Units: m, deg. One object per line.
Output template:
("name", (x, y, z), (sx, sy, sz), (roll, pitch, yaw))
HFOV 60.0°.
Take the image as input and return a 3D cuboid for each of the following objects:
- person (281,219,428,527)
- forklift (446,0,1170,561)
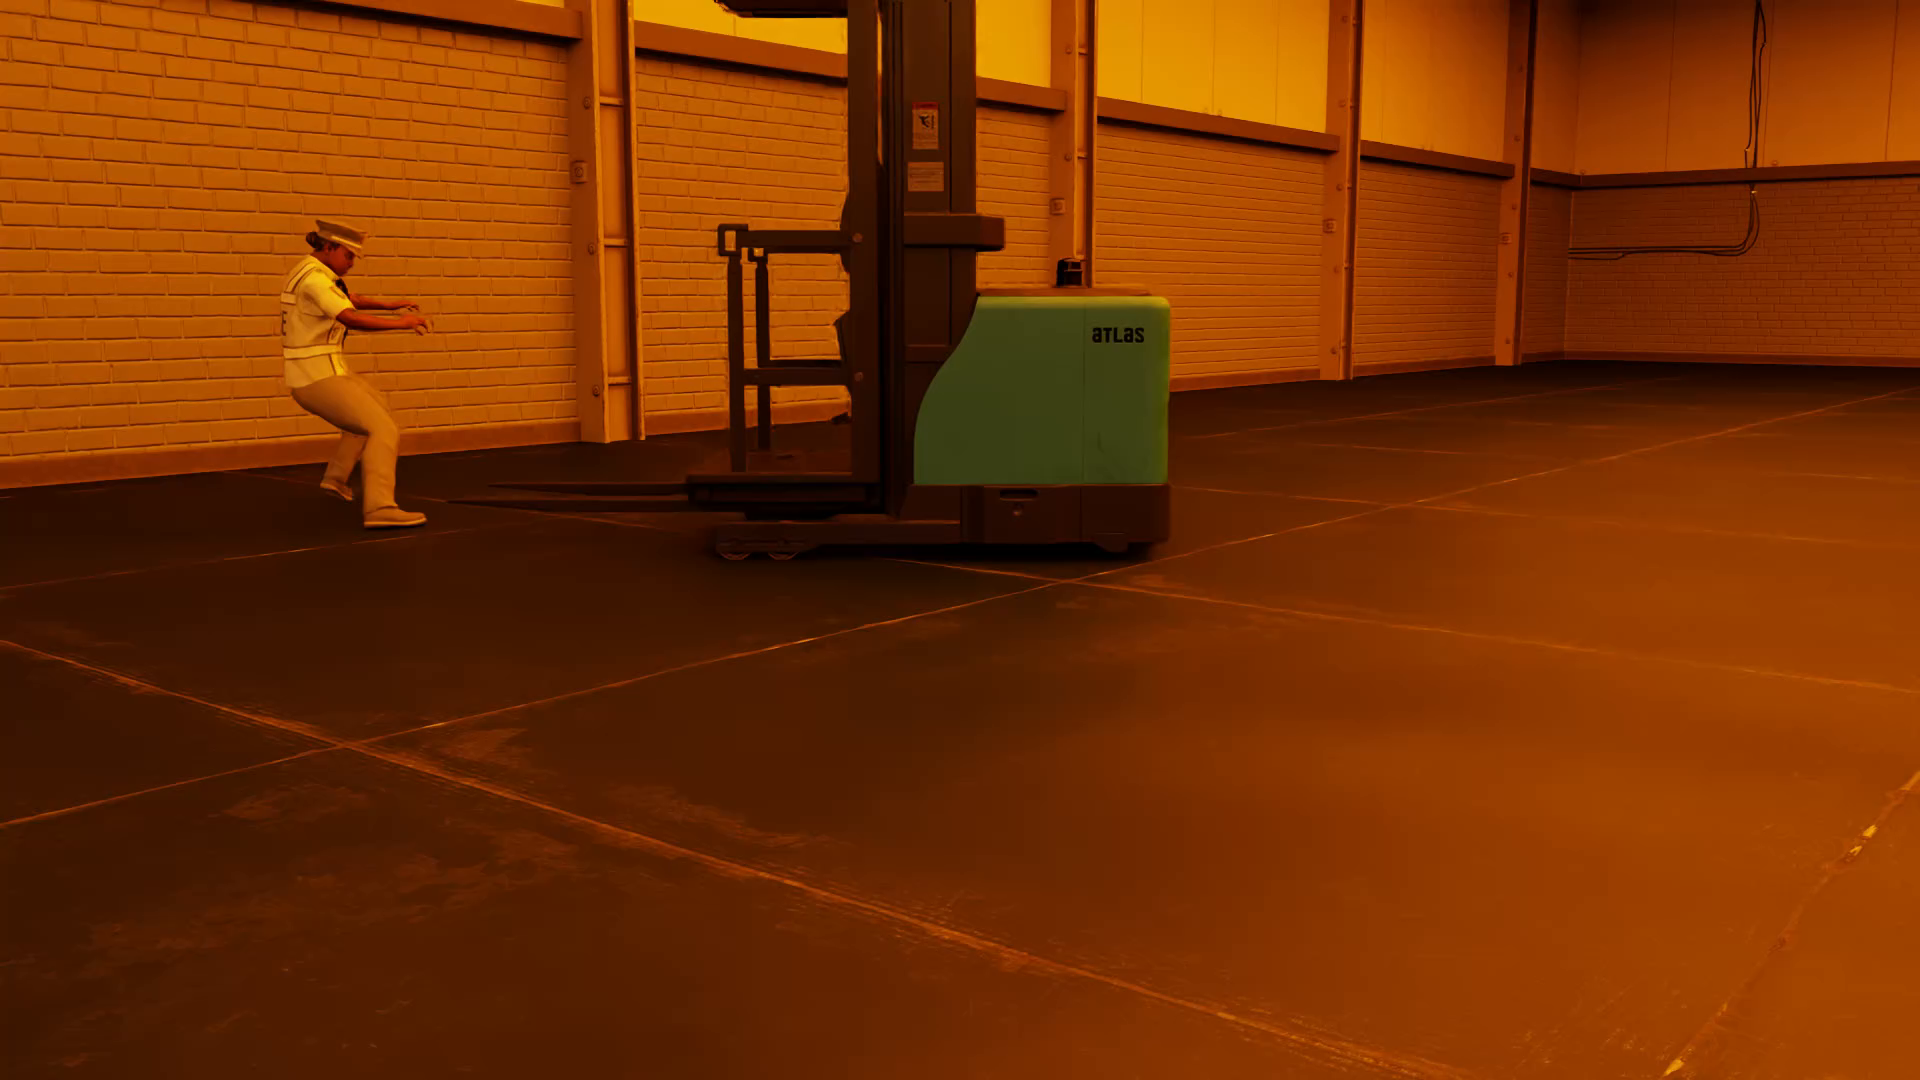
("person", (-2.939, -0.832, 8.120), (0.670, 1.438, 1.126), (-3, 9, -18))
("forklift", (-0.646, -1.442, 7.139), (3.031, 2.935, 1.130), (0, 8, 0))
